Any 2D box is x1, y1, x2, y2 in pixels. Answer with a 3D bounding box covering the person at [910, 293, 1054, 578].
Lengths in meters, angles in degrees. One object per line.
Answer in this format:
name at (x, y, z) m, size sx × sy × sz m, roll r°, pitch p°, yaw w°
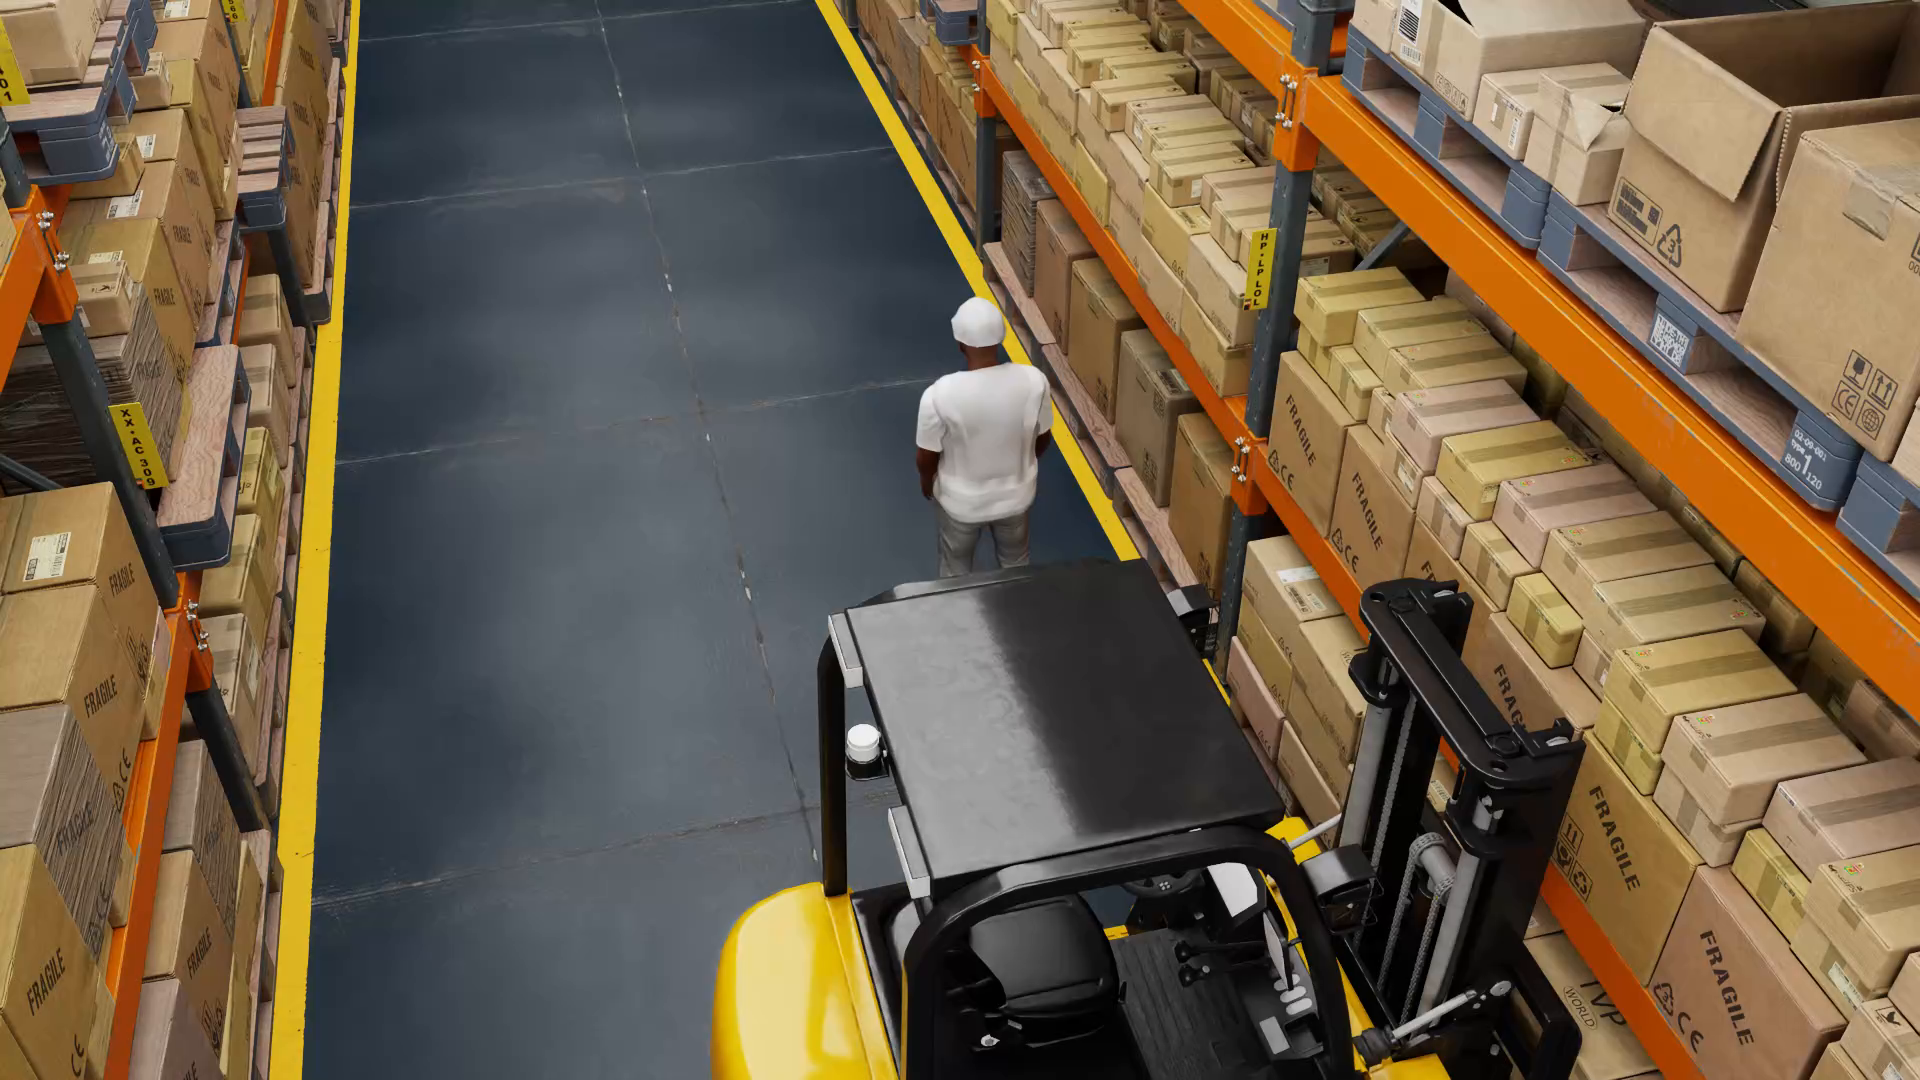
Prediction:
person at (0.083, -0.220, 6.983) m, size 0.627 × 1.759 × 0.462 m, roll -10°, pitch 39°, yaw -13°
